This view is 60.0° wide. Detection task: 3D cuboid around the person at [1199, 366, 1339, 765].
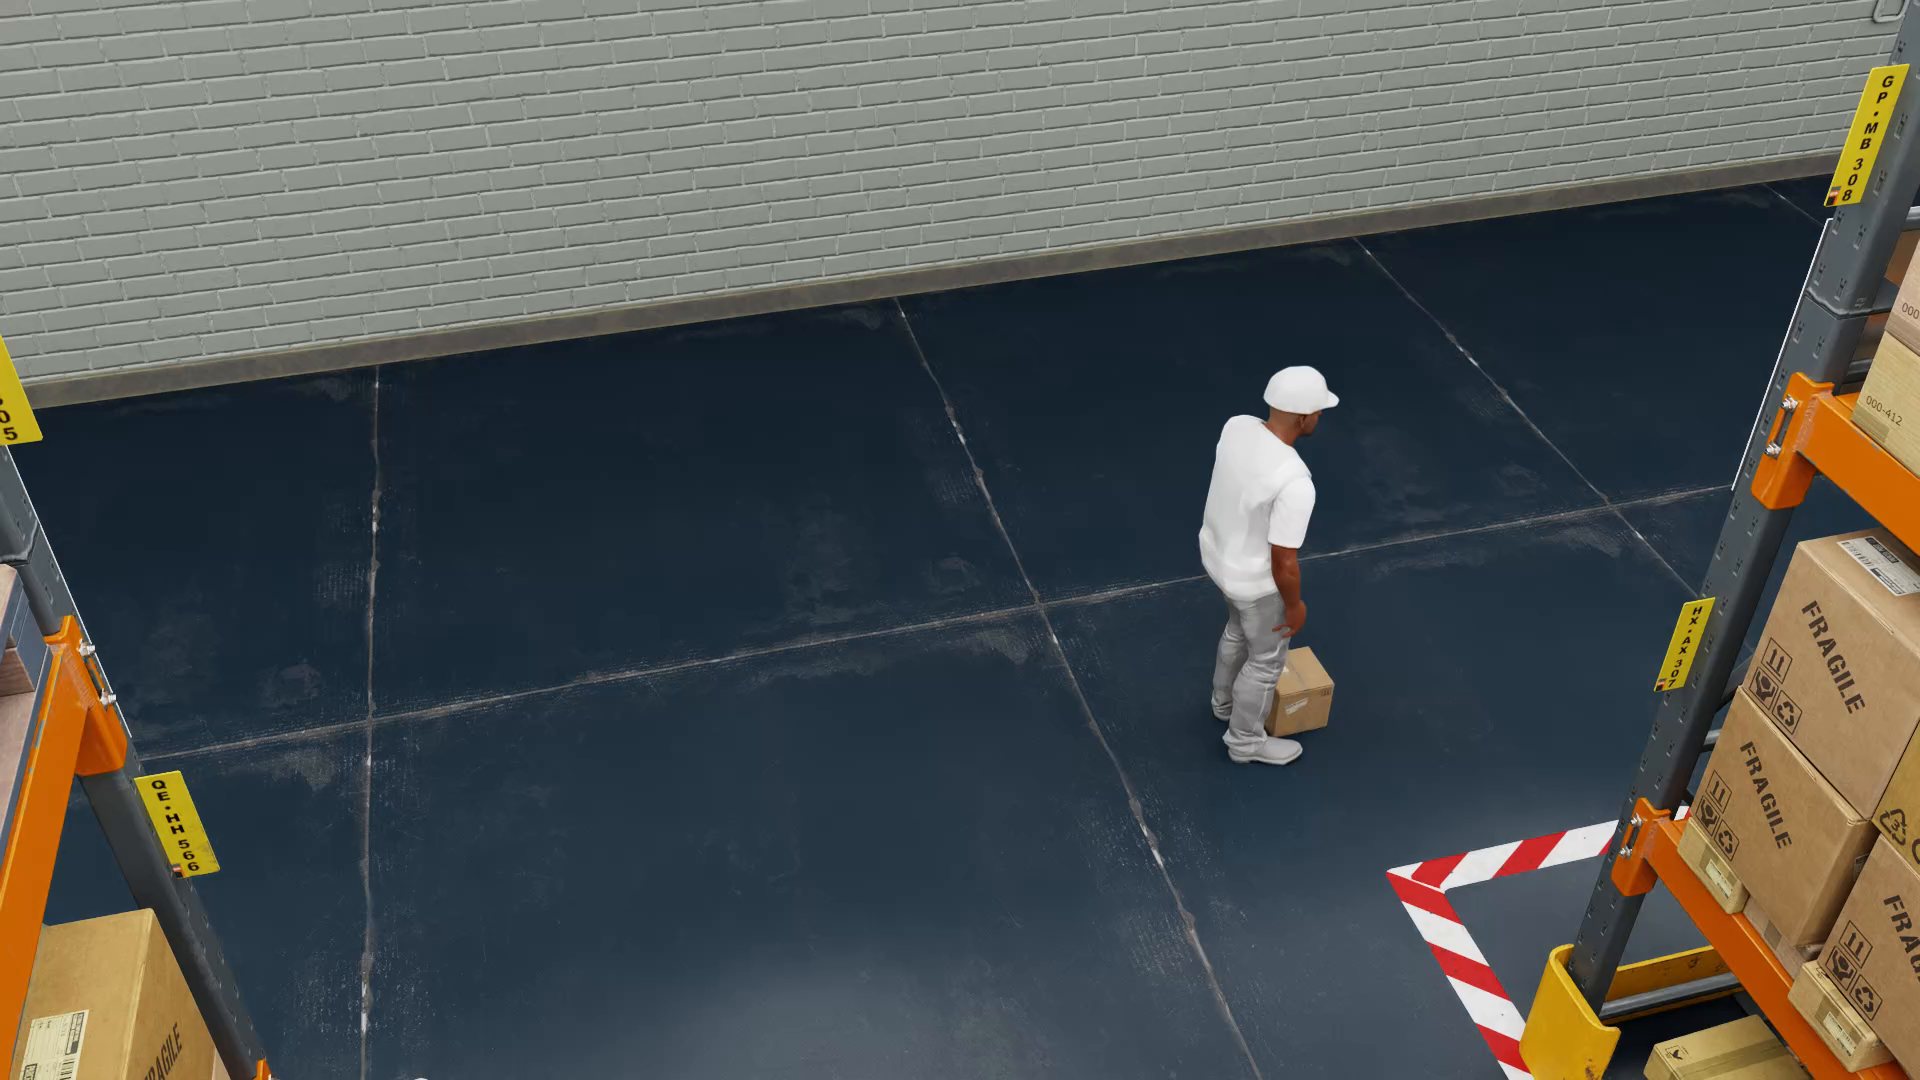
[{"bbox_3d":[1.190,0.096,6.578,0.462,1.759,0.627,-11,39,-14],"label":"person"}]
